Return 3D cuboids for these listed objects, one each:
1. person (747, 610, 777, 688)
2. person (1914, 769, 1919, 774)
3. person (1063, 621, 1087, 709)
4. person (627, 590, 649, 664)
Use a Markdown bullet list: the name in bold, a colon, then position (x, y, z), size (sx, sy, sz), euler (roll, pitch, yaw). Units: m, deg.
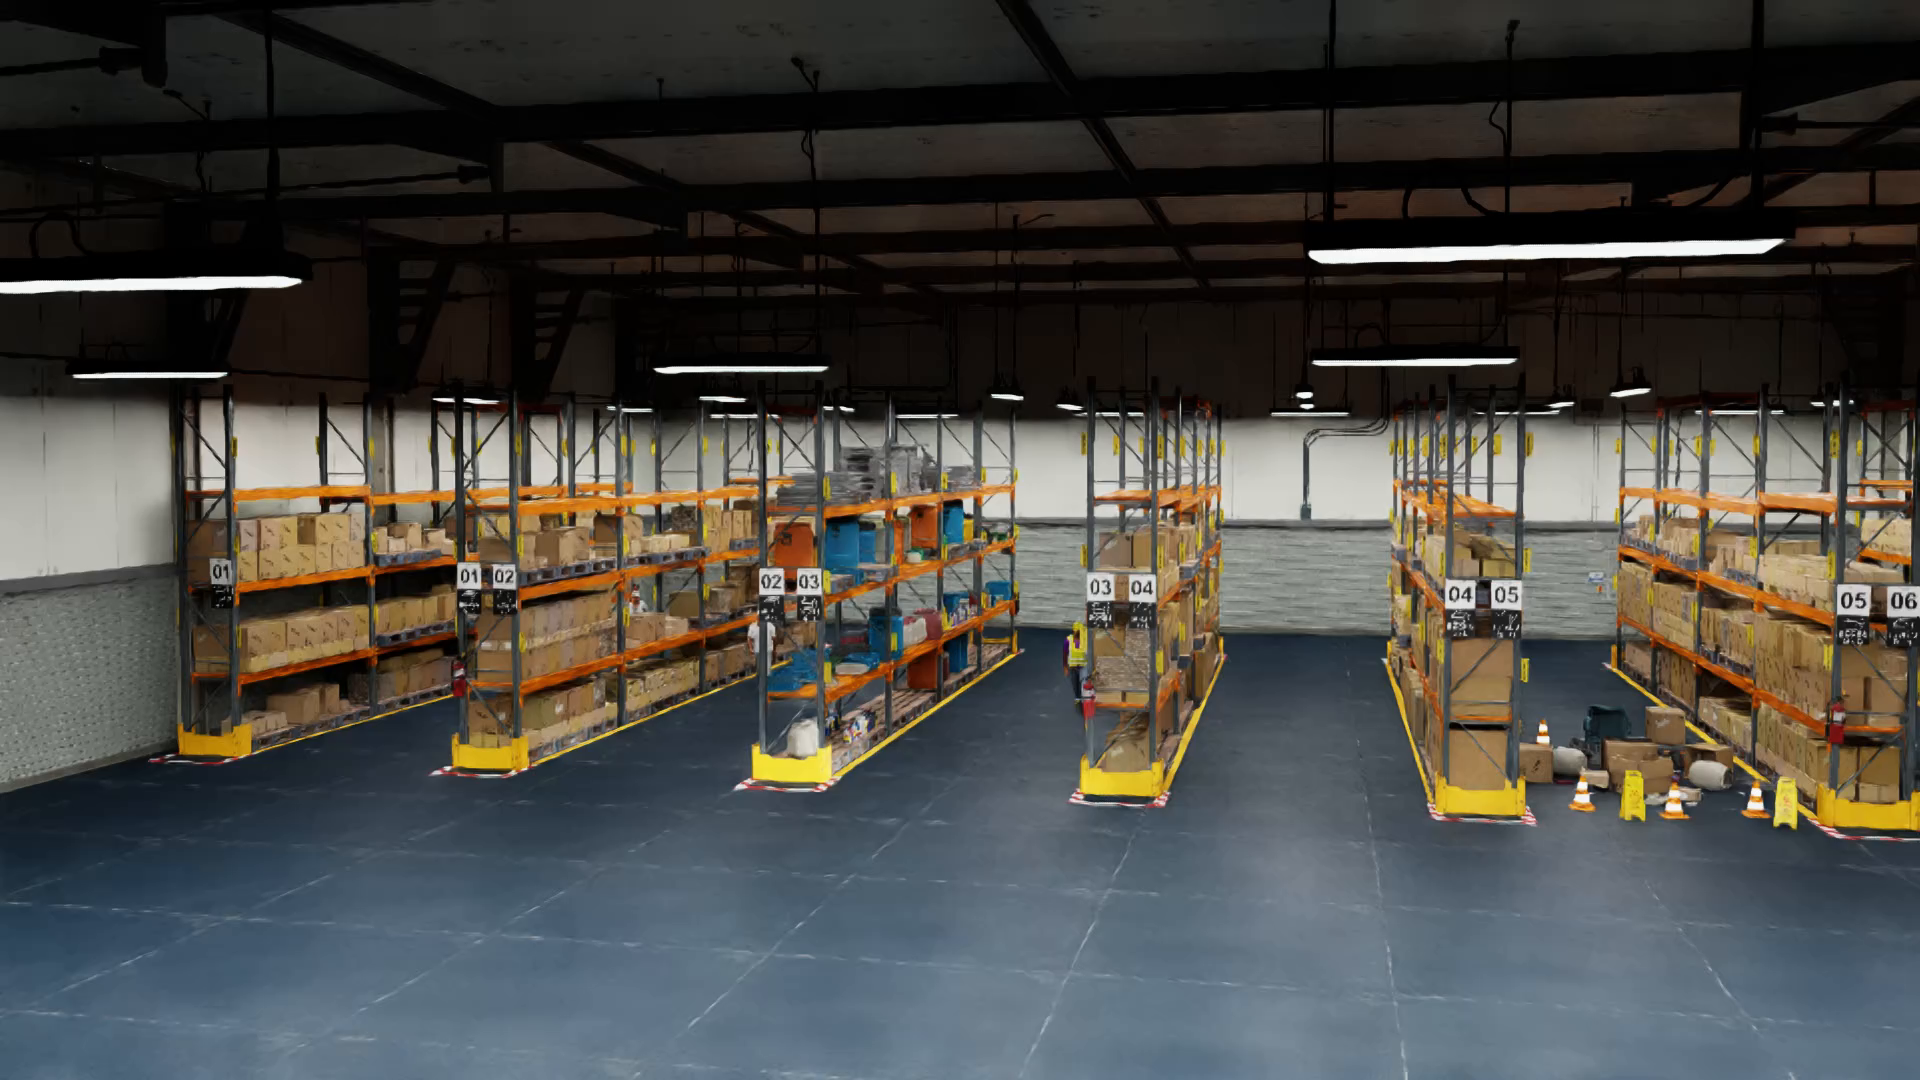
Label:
- **person**: position (-4.043, 2.244, 33.882), size (0.571, 1.708, 1.033), euler (0, 3, 4)
- **person**: position (14.637, 2.697, 24.958), size (0.636, 1.773, 0.670), euler (3, 4, 43)
- **person**: position (2.241, 2.373, 31.693), size (0.577, 1.691, 1.121), euler (1, 3, 14)
- **person**: position (-7.430, 1.994, 38.225), size (0.546, 1.708, 1.123), euler (1, 3, 15)
